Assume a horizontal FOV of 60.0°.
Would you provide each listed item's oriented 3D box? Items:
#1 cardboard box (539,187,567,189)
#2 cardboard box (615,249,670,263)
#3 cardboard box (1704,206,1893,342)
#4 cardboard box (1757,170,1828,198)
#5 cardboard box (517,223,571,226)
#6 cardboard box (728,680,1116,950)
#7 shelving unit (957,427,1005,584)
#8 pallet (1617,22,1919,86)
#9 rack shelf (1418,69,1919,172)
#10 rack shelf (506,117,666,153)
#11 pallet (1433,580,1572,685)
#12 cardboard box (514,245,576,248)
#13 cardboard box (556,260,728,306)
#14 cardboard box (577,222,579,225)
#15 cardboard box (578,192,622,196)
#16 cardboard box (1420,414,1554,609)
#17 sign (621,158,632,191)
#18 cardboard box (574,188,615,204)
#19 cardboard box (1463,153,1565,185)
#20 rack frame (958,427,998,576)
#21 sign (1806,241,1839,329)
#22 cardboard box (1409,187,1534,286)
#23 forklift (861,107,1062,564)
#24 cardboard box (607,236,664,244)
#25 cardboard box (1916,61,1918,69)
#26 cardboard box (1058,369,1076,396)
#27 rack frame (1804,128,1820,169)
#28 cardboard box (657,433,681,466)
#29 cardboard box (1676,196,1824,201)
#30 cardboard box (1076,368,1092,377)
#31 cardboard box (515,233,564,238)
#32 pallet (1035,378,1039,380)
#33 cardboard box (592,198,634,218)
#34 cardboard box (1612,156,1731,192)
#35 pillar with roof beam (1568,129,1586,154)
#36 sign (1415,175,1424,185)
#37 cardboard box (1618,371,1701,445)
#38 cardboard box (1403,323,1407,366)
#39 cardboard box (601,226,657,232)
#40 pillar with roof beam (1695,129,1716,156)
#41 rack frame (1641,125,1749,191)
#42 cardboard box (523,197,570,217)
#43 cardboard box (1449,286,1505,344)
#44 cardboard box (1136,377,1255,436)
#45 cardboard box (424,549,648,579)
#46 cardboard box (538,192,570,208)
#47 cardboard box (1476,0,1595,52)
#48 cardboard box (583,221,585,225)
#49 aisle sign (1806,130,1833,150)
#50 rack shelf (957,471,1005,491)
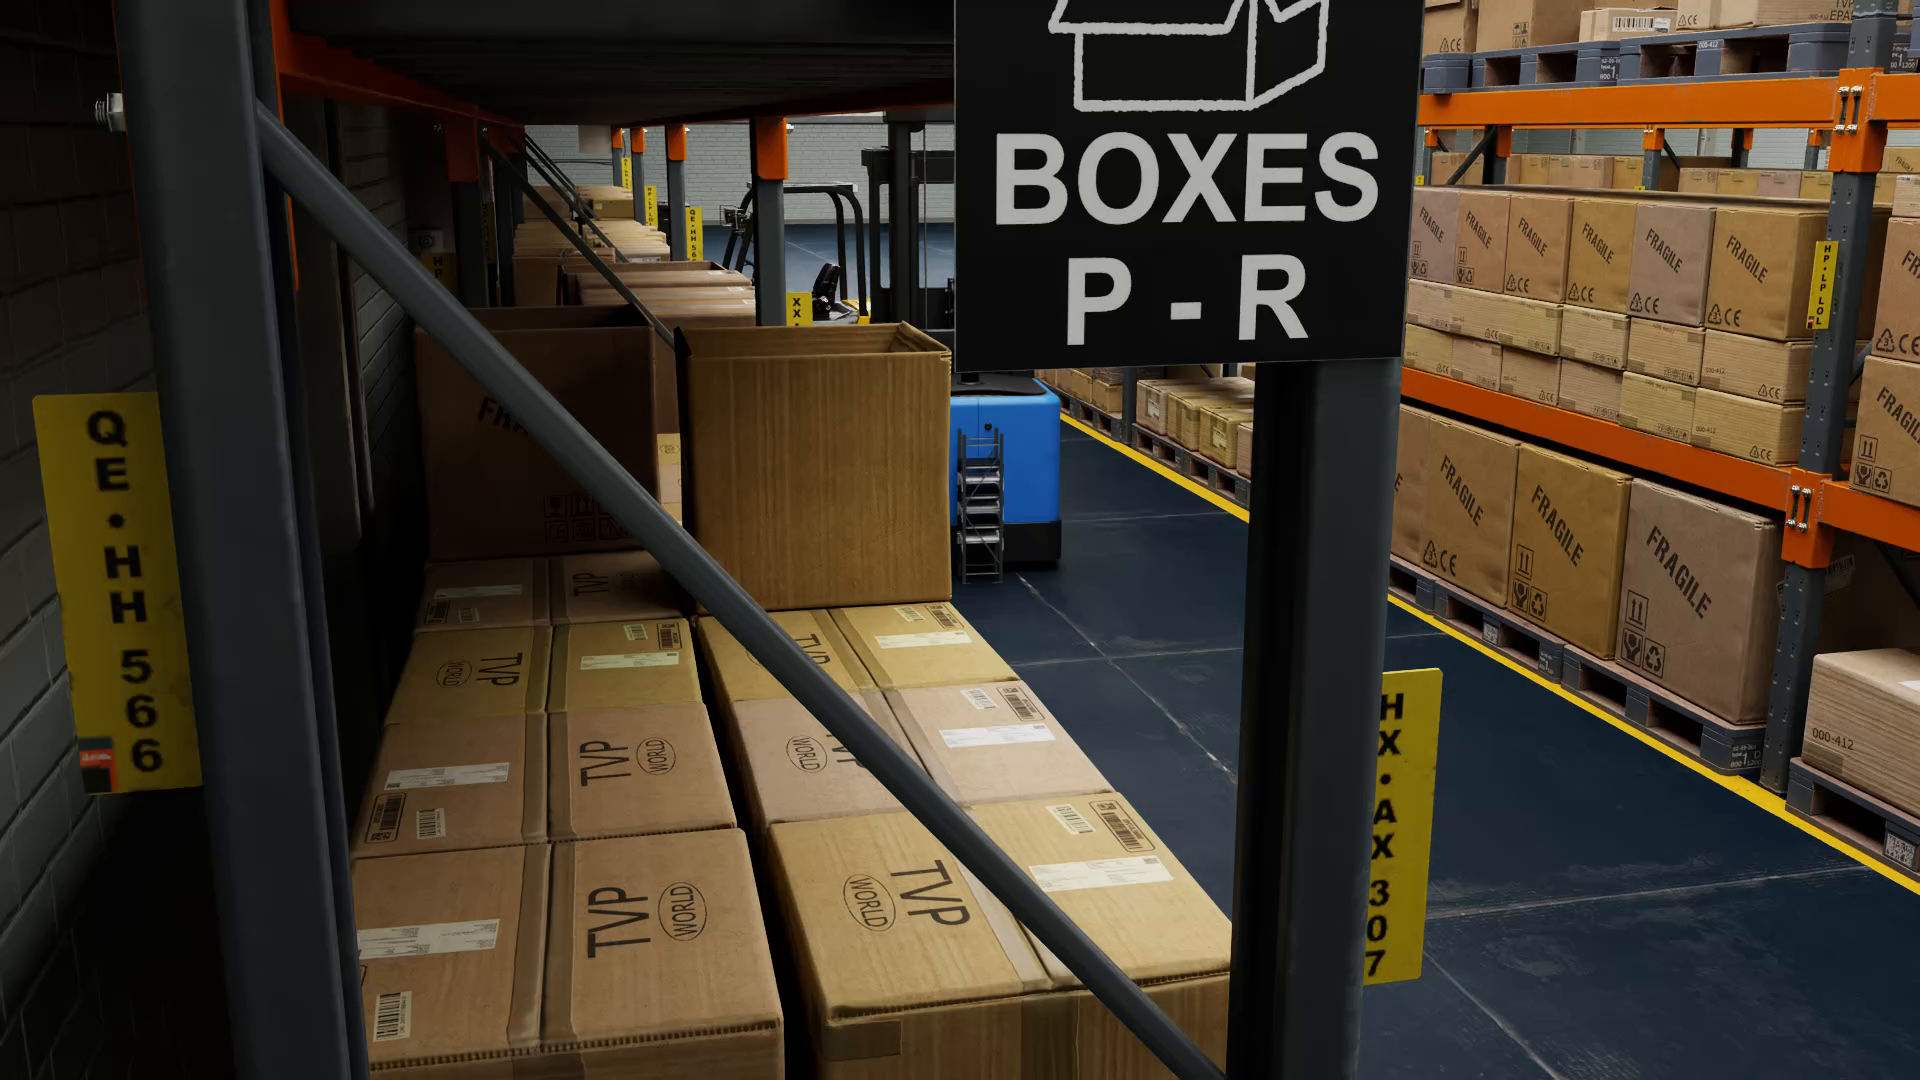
[{"bbox_3d":[-3.896,-3.253,15.717,0.380,0.149,0.250,-3,14,-12],"label":"cardboard box"},{"bbox_3d":[-1.782,-1.564,9.433,0.380,0.149,0.250,-3,14,-12],"label":"cardboard box"},{"bbox_3d":[3.421,-1.089,6.747,0.500,0.500,0.500,-3,14,-11],"label":"cardboard box"},{"bbox_3d":[7.043,-2.795,13.731,0.700,0.500,0.500,-3,14,-13],"label":"cardboard box"},{"bbox_3d":[-3.047,-2.239,12.196,0.380,0.149,0.250,-4,14,-15],"label":"cardboard box"},{"bbox_3d":[-0.078,0.427,2.548,0.500,0.250,0.500,-3,14,-13],"label":"cardboard box"},{"bbox_3d":[0.121,-0.203,9.861,0.258,0.900,0.210,-2,14,-7],"label":"shelving unit"},{"bbox_3d":[3.507,-2.039,7.034,0.805,0.209,1.217,-4,14,-15],"label":"pallet"},{"bbox_3d":[3.301,-2.035,8.130,1.077,0.370,4.000,-3,14,-13],"label":"rack shelf"},{"bbox_3d":[-2.463,-2.680,10.772,1.077,0.370,4.000,-3,14,-13],"label":"rack shelf"},{"bbox_3d":[3.226,0.433,8.709,1.003,0.211,1.213,-3,14,-13],"label":"pallet"},{"bbox_3d":[-2.438,-1.656,9.806,0.380,0.149,0.250,-3,14,-13],"label":"cardboard box"},{"bbox_3d":[-1.430,-0.999,7.592,0.797,0.503,0.637,-4,14,-14],"label":"cardboard box"},{"bbox_3d":[-3.268,-2.668,15.315,0.500,0.500,0.500,-4,14,-14],"label":"cardboard box"},{"bbox_3d":[-3.099,-2.925,14.374,0.380,0.149,0.250,-3,14,-13],"label":"cardboard box"},{"bbox_3d":[3.118,-0.190,8.978,0.875,0.875,0.875,-3,14,-13],"label":"cardboard box"},{"bbox_3d":[-3.341,-3.661,16.653,0.100,0.325,0.005,-3,14,-13],"label":"sign"},{"bbox_3d":[-3.421,-3.218,15.575,0.380,0.149,0.250,-3,14,-13],"label":"cardboard box"},{"bbox_3d":[6.008,-3.921,18.065,0.875,0.550,0.550,-3,14,-13],"label":"cardboard box"},{"bbox_3d":[0.108,-0.227,9.959,0.240,0.900,0.006,-2,14,-7],"label":"rack frame"},{"bbox_3d":[3.245,-0.957,6.252,0.100,0.325,0.005,-3,14,-13],"label":"sign"},{"bbox_3d":[2.835,-1.681,9.171,0.500,0.500,0.500,-3,14,-13],"label":"cardboard box"},{"bbox_3d":[-0.078,-1.572,11.184,1.130,2.935,3.031,-2,14,-7],"label":"forklift"},{"bbox_3d":[-2.095,-1.862,10.649,0.380,0.149,0.250,-3,14,-12],"label":"cardboard box"},{"bbox_3d":[7.082,-3.578,12.026,0.500,0.311,0.500,-3,14,-13],"label":"cardboard box"},{"bbox_3d":[1.242,-1.541,15.822,0.500,0.250,0.500,-3,14,-12],"label":"cardboard box"},{"bbox_3d":[10.585,-3.786,20.105,1.000,3.000,0.127,-3,14,-13],"label":"rack frame"},{"bbox_3d":[-0.697,-0.156,4.934,0.500,0.250,0.500,-3,14,-12],"label":"cardboard box"},{"bbox_3d":[3.685,-1.349,7.811,0.500,0.500,0.500,-4,14,-15],"label":"cardboard box"},{"bbox_3d":[1.370,-1.782,15.231,0.500,0.500,0.500,-3,14,-12],"label":"cardboard box"},{"bbox_3d":[-2.746,-1.950,11.011,0.380,0.149,0.250,-3,14,-13],"label":"cardboard box"},{"bbox_3d":[1.126,-1.672,17.328,1.003,0.211,1.213,-3,14,-13],"label":"pallet"},{"bbox_3d":[-2.719,-2.632,13.175,0.380,0.149,0.250,-3,14,-12],"label":"cardboard box"},{"bbox_3d":[6.626,-3.295,15.502,0.875,0.550,0.550,-3,14,-13],"label":"cardboard box"},{"bbox_3d":[14.804,-14.096,49.665,9.100,9.000,0.548,-3,14,-13],"label":"pillar with roof beam"},{"bbox_3d":[5.199,-3.963,18.835,0.100,0.325,0.005,-3,14,-13],"label":"sign"},{"bbox_3d":[3.301,-0.600,7.378,0.500,0.250,0.500,-3,14,-14],"label":"cardboard box"},{"bbox_3d":[2.701,-1.189,9.788,0.500,0.250,0.500,-4,14,-14],"label":"cardboard box"},{"bbox_3d":[-2.361,-2.160,11.869,0.380,0.149,0.250,-4,14,-15],"label":"cardboard box"},{"bbox_3d":[16.213,-12.712,43.999,9.100,9.000,0.548,-3,14,-13],"label":"pillar with roof beam"},{"bbox_3d":[6.679,-2.610,15.291,1.000,3.000,0.127,-3,14,-13],"label":"rack frame"},{"bbox_3d":[-3.320,-2.659,13.285,0.380,0.149,0.250,-4,14,-15],"label":"cardboard box"},{"bbox_3d":[2.935,-1.193,8.752,0.500,0.250,0.500,-3,14,-13],"label":"cardboard box"},{"bbox_3d":[2.017,-1.118,13.834,0.950,0.372,0.625,-3,14,-12],"label":"cardboard box"},{"bbox_3d":[-0.956,0.104,3.870,0.500,0.250,0.500,-3,14,-12],"label":"cardboard box"},{"bbox_3d":[-3.600,-2.956,14.502,0.380,0.149,0.250,-3,14,-12],"label":"cardboard box"},{"bbox_3d":[3.248,-2.880,8.980,0.700,0.500,0.500,-4,14,-16],"label":"cardboard box"},{"bbox_3d":[-2.902,-2.604,13.687,0.380,0.149,0.250,-3,14,-13],"label":"cardboard box"},{"bbox_3d":[10.279,-5.047,19.786,0.394,0.787,0.004,-3,14,-13],"label":"aisle sign"},{"bbox_3d":[0.121,-0.345,9.826,0.258,0.077,0.200,-2,14,-7],"label":"rack shelf"}]
